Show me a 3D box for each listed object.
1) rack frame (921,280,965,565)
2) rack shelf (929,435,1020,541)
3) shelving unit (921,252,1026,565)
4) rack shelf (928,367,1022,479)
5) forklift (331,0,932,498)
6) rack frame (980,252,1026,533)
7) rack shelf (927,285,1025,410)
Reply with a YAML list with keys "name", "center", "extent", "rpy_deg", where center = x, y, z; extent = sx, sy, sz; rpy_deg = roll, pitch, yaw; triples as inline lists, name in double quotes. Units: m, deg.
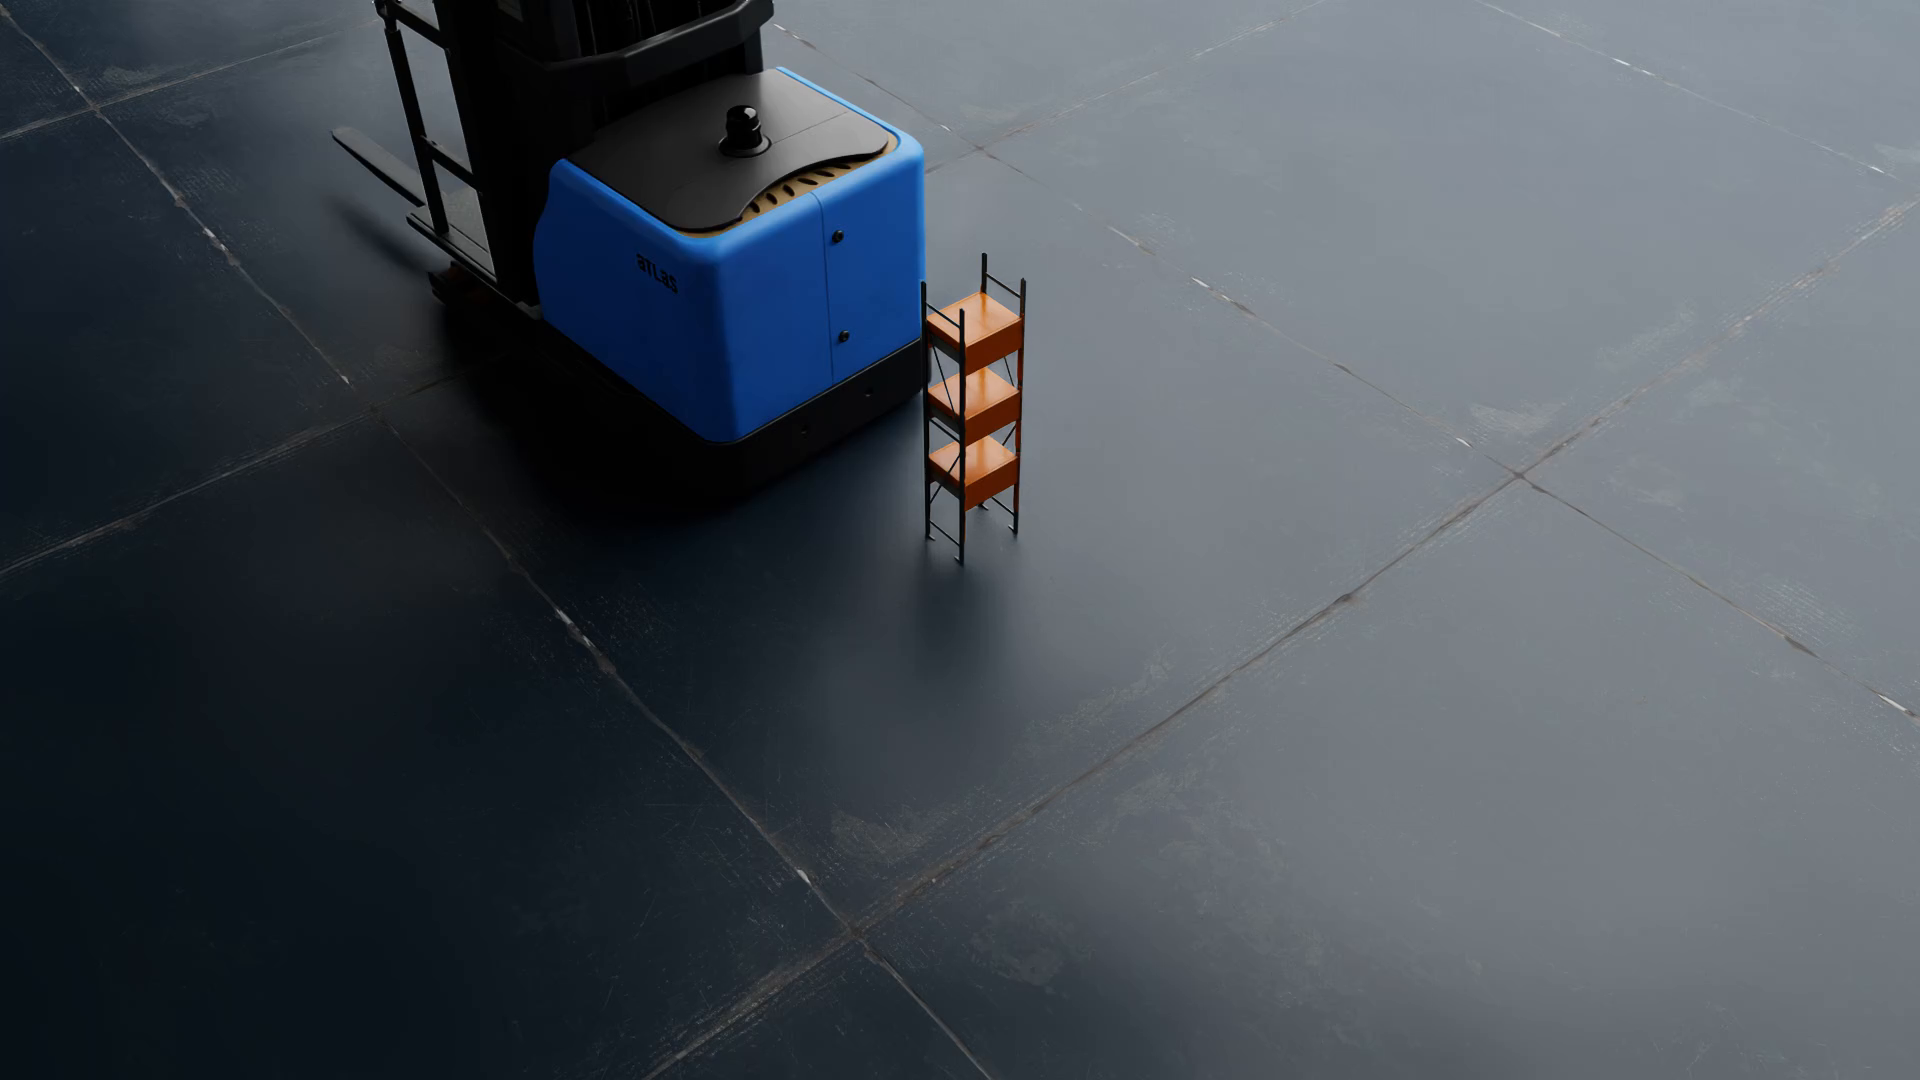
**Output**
- name: "rack frame"
  center: [-0.053, -0.353, 5.359]
  extent: [0.008, 1.050, 0.200]
  rpy_deg: [-30, 51, -28]
- name: "rack shelf"
  center: [0.041, -0.196, 5.613]
  extent: [0.240, 0.259, 0.215]
  rpy_deg: [-30, 51, -28]
- name: "shelving unit"
  center: [0.041, -0.406, 5.416]
  extent: [0.252, 1.050, 0.215]
  rpy_deg: [-30, 51, -28]
- name: "rack shelf"
  center: [0.041, -0.398, 5.423]
  extent: [0.240, 0.259, 0.215]
  rpy_deg: [-30, 51, -28]
- name: "forklift"
  center: [-1.490, -2.127, 5.873]
  extent: [1.130, 2.935, 3.031]
  rpy_deg: [-33, 53, -30]
- name: "rack frame"
  center: [0.135, -0.460, 5.473]
  extent: [0.008, 1.050, 0.200]
  rpy_deg: [-30, 51, -28]
- name: "rack shelf"
  center: [0.041, -0.605, 5.229]
  extent: [0.240, 0.259, 0.215]
  rpy_deg: [-30, 51, -28]
